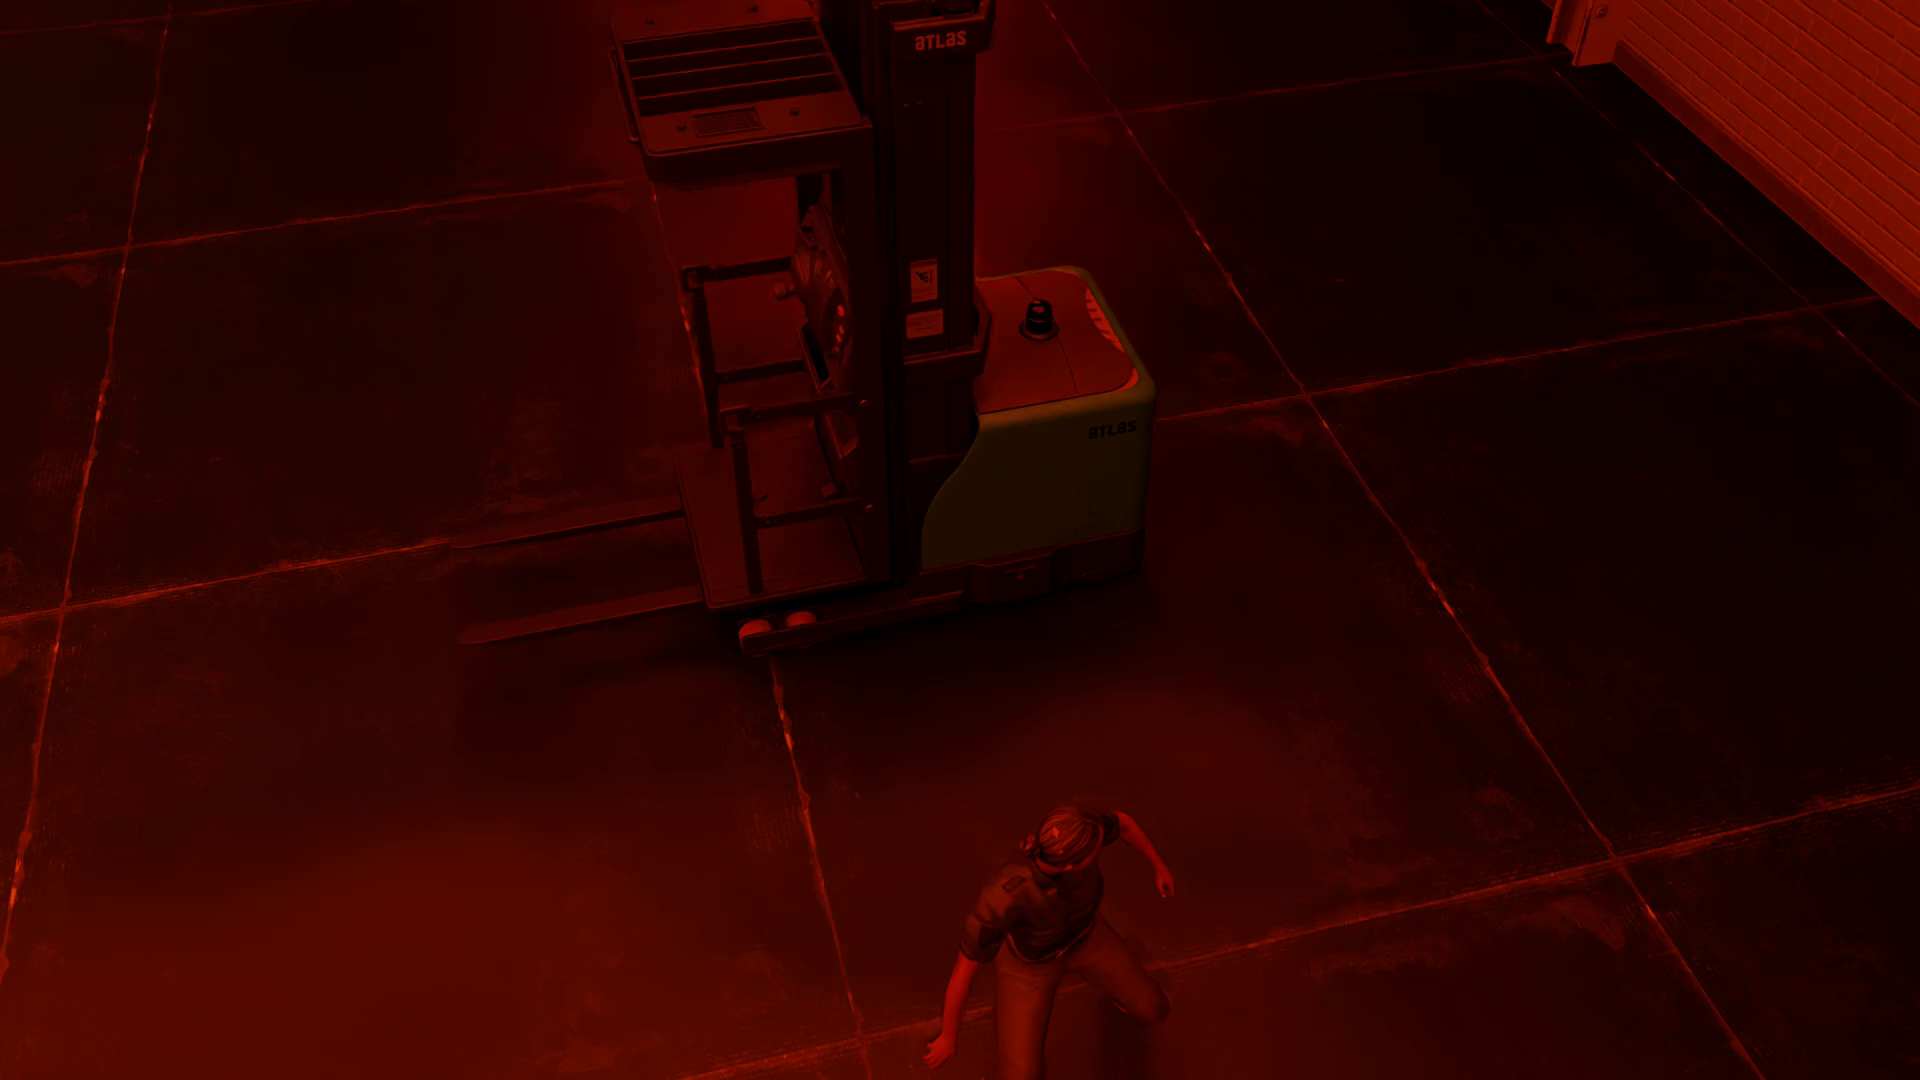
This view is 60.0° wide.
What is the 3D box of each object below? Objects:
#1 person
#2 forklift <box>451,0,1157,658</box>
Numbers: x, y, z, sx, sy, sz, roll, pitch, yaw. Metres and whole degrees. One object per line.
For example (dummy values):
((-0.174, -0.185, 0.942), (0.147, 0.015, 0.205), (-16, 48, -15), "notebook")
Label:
((0.294, 1.341, 5.292), (0.995, 1.545, 0.486), (-22, 48, -22), "person")
((-0.737, -0.962, 6.663), (3.031, 2.935, 1.130), (-11, 44, -11), "forklift")
